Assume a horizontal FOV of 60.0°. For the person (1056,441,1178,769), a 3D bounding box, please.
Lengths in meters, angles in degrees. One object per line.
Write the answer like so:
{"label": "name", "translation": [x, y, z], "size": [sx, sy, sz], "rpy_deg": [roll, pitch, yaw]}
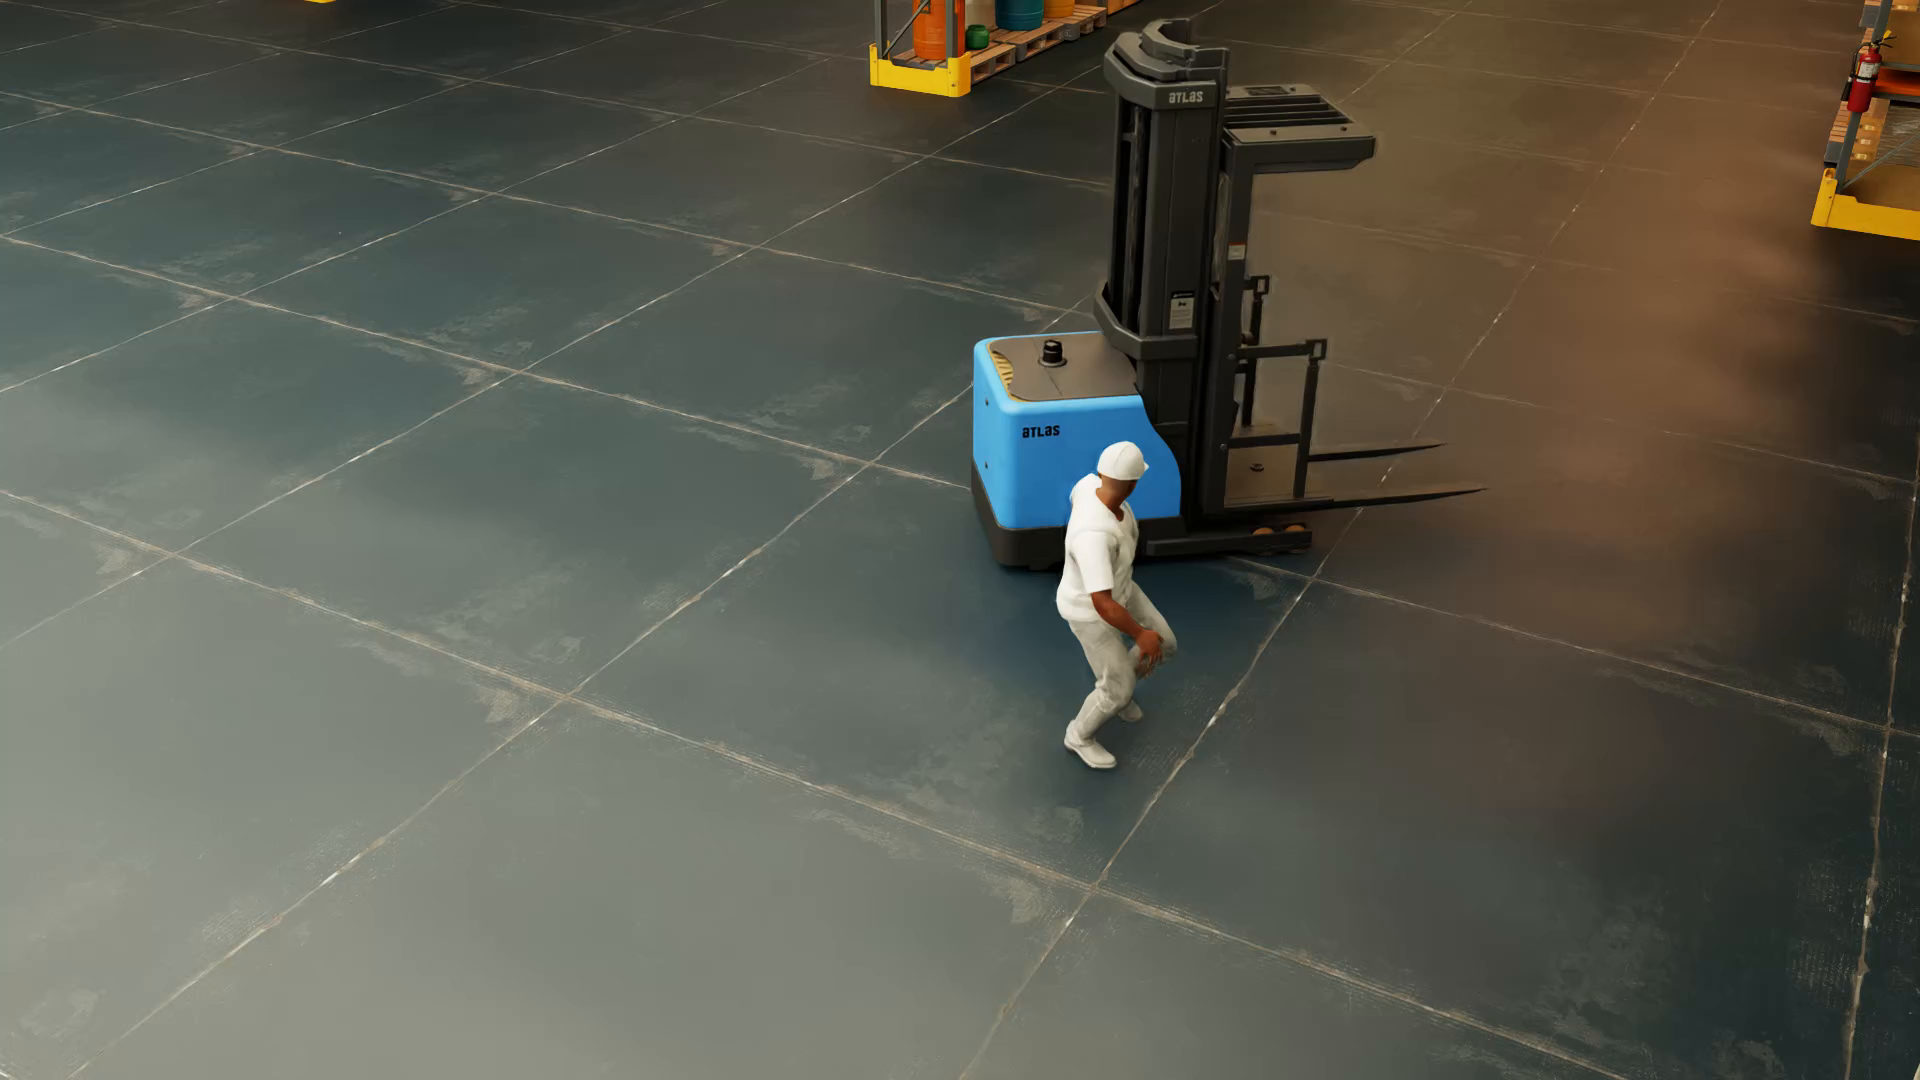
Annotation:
{"label": "person", "translation": [0.714, 0.279, 7.851], "size": [0.693, 1.674, 0.807], "rpy_deg": [14, 33, 23]}

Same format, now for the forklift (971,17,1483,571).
{"label": "forklift", "translation": [1.634, -1.430, 9.548], "size": [3.031, 2.935, 1.130], "rpy_deg": [-5, 30, -8]}
